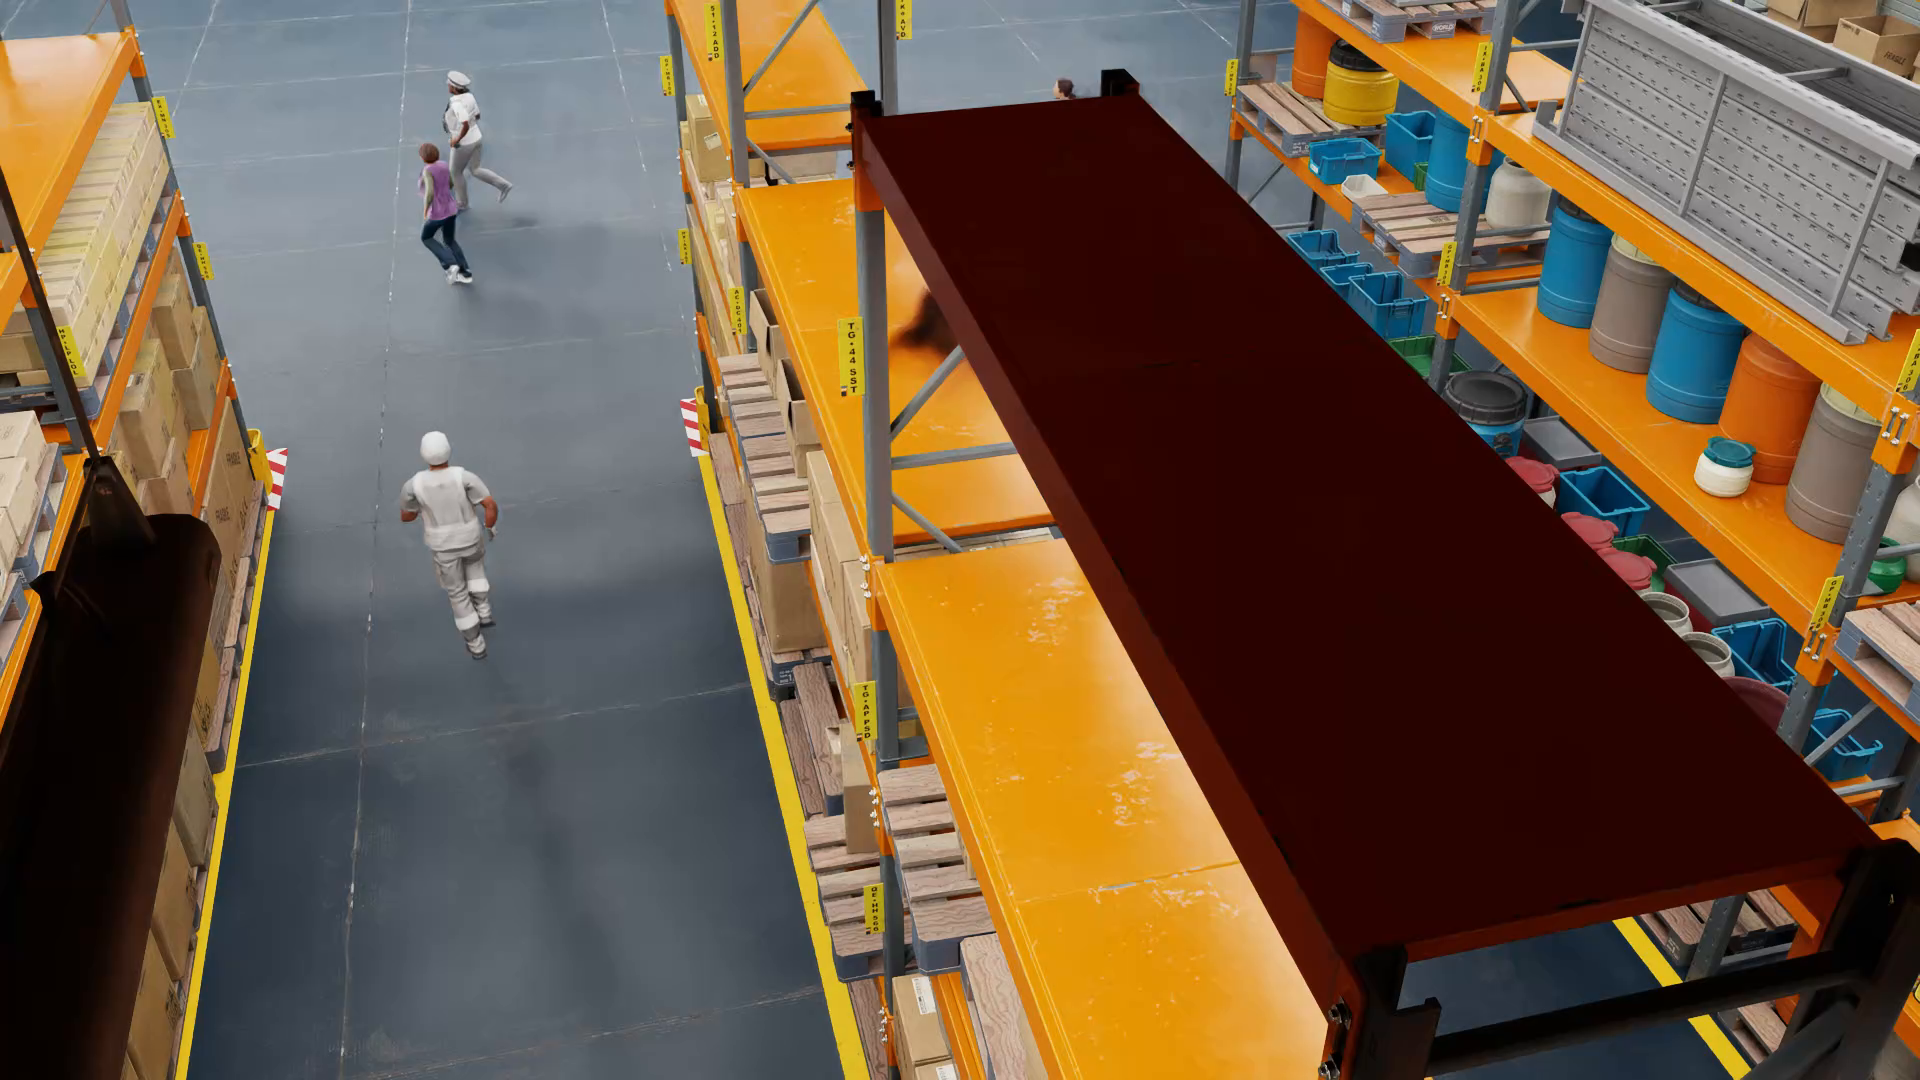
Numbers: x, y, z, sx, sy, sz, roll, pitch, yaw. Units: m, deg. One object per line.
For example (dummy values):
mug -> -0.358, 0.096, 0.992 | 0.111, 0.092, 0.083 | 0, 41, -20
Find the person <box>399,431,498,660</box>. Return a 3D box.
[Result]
person -> -3.679, 0.008, 12.080 | 0.642, 1.815, 0.735 | -15, 37, -20

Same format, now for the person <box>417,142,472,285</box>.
person -> -5.597, -3.481, 17.787 | 0.605, 1.540, 0.572 | 16, 38, 22

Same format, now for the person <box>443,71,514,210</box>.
person -> -5.705, -4.606, 19.354 | 0.859, 1.696, 0.579 | 9, 35, 12

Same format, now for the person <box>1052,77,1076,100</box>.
person -> 1.154, -4.509, 19.201 | 0.701, 1.698, 0.548 | 3, 35, 5
